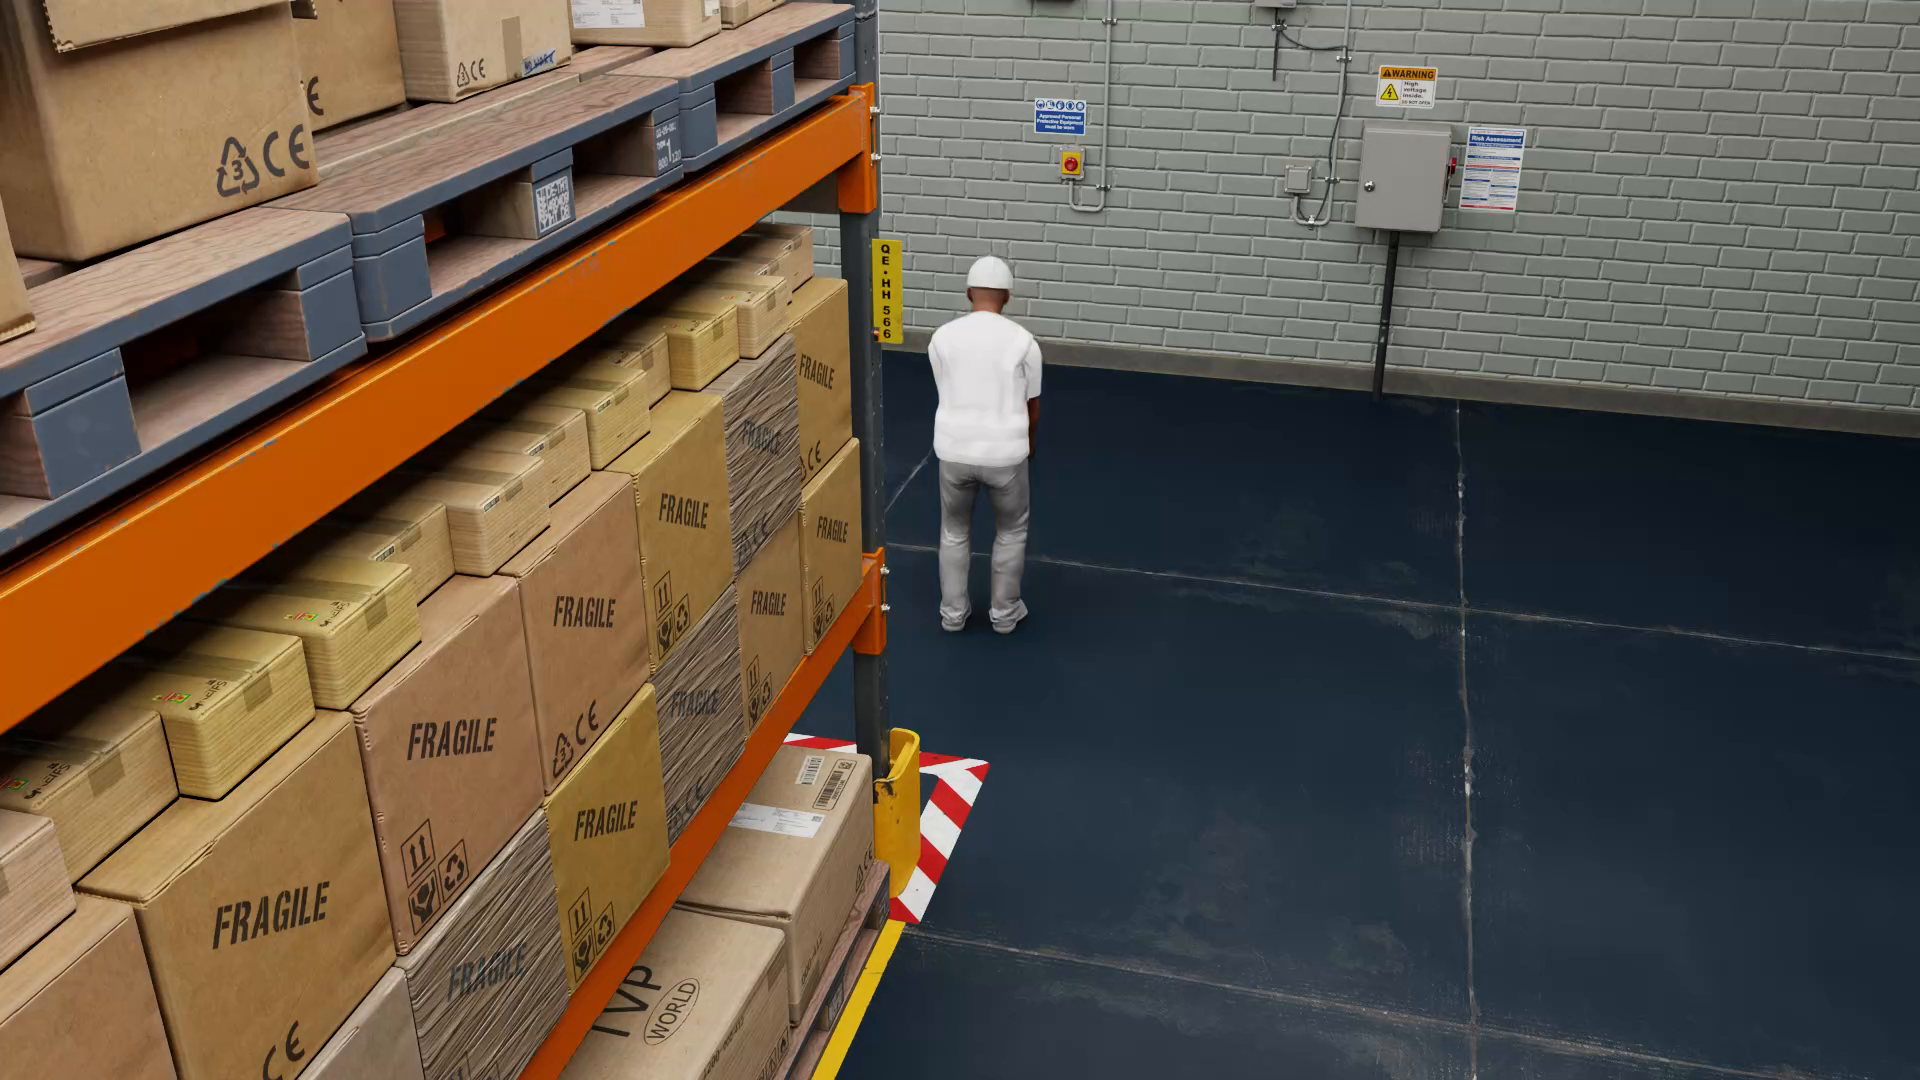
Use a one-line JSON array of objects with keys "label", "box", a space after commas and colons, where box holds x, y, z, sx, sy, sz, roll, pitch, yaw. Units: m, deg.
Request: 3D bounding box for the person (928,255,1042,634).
[{"label": "person", "box": [0.113, -0.423, 7.535, 0.498, 1.719, 0.609, 6, 26, 12]}]
